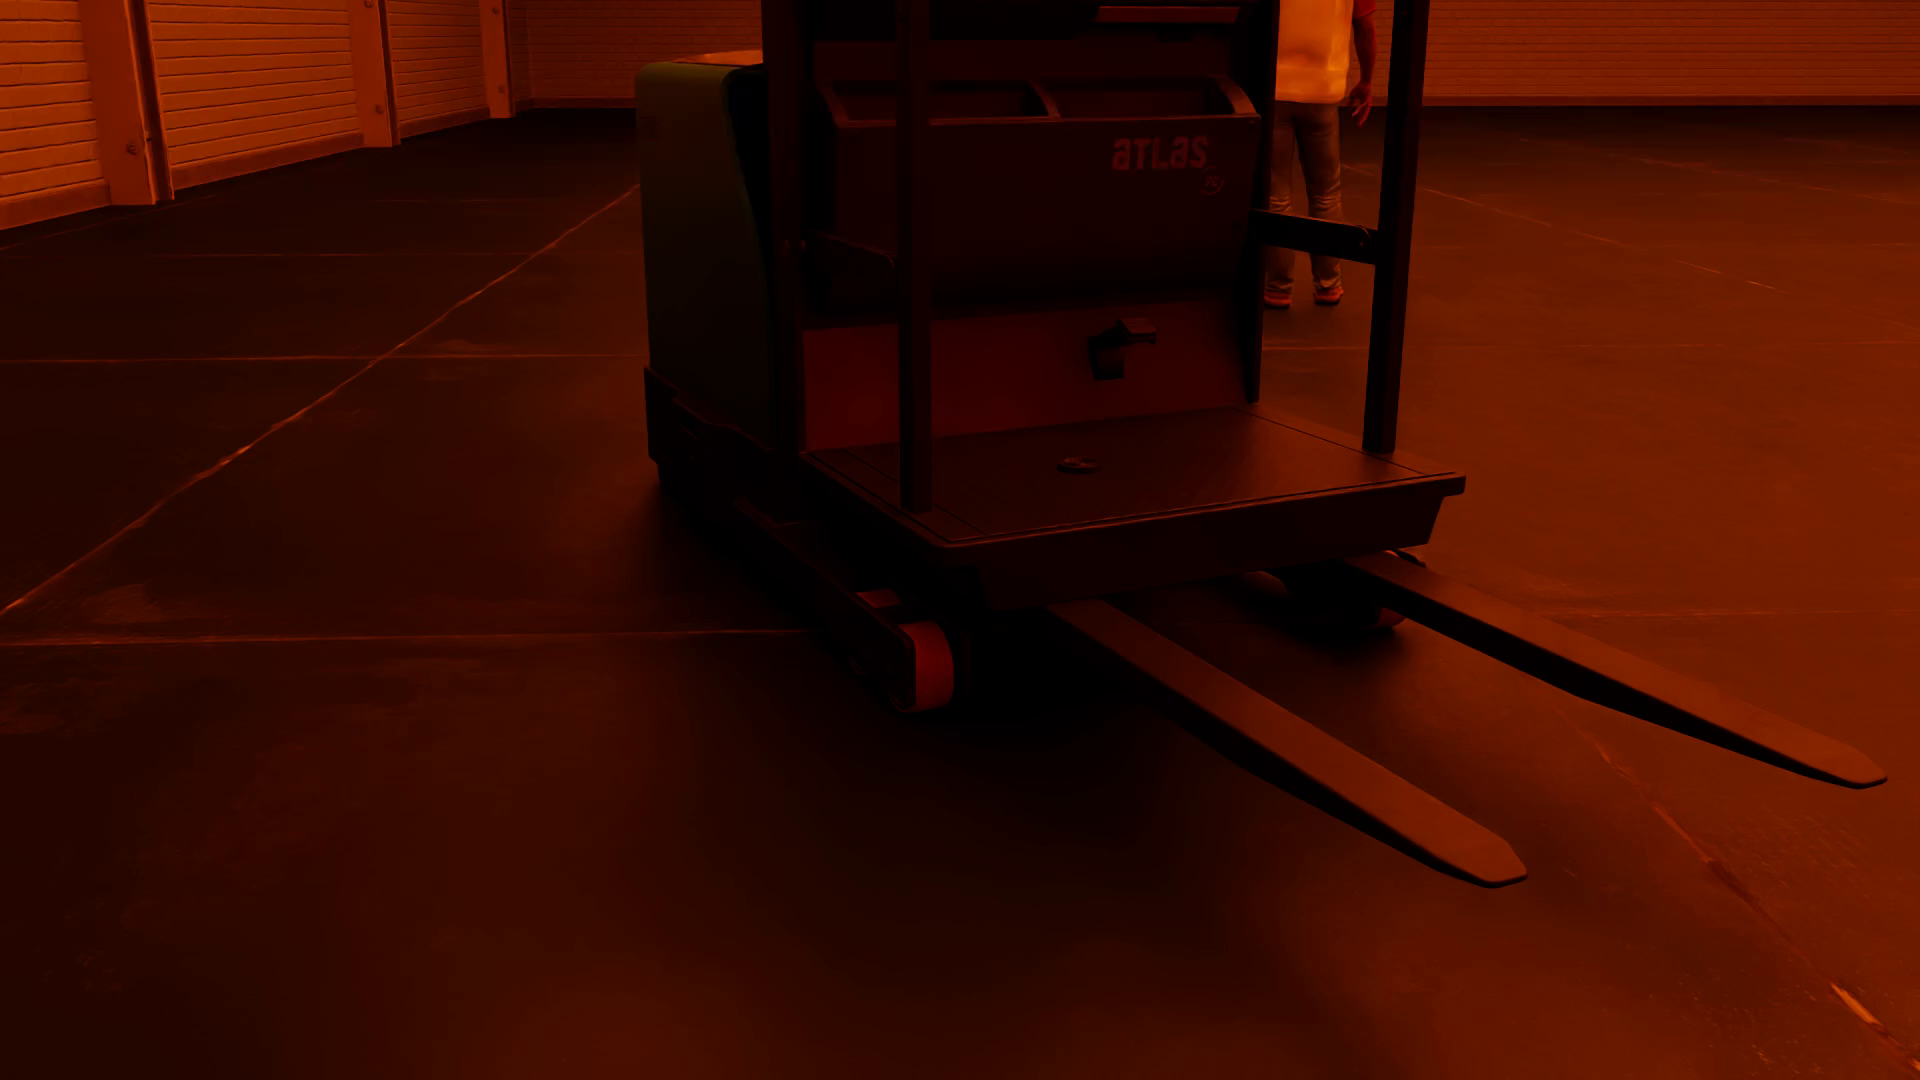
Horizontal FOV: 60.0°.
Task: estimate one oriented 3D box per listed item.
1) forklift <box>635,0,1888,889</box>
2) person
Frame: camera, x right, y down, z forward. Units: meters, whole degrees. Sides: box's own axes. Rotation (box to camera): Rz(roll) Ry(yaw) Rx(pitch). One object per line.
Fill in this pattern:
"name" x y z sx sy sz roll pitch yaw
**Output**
"forklift" 0.258 -1.240 2.962 1.130 2.935 3.031 -8 19 -24
"person" 1.402 -1.884 7.034 0.665 1.765 0.577 0 17 0
